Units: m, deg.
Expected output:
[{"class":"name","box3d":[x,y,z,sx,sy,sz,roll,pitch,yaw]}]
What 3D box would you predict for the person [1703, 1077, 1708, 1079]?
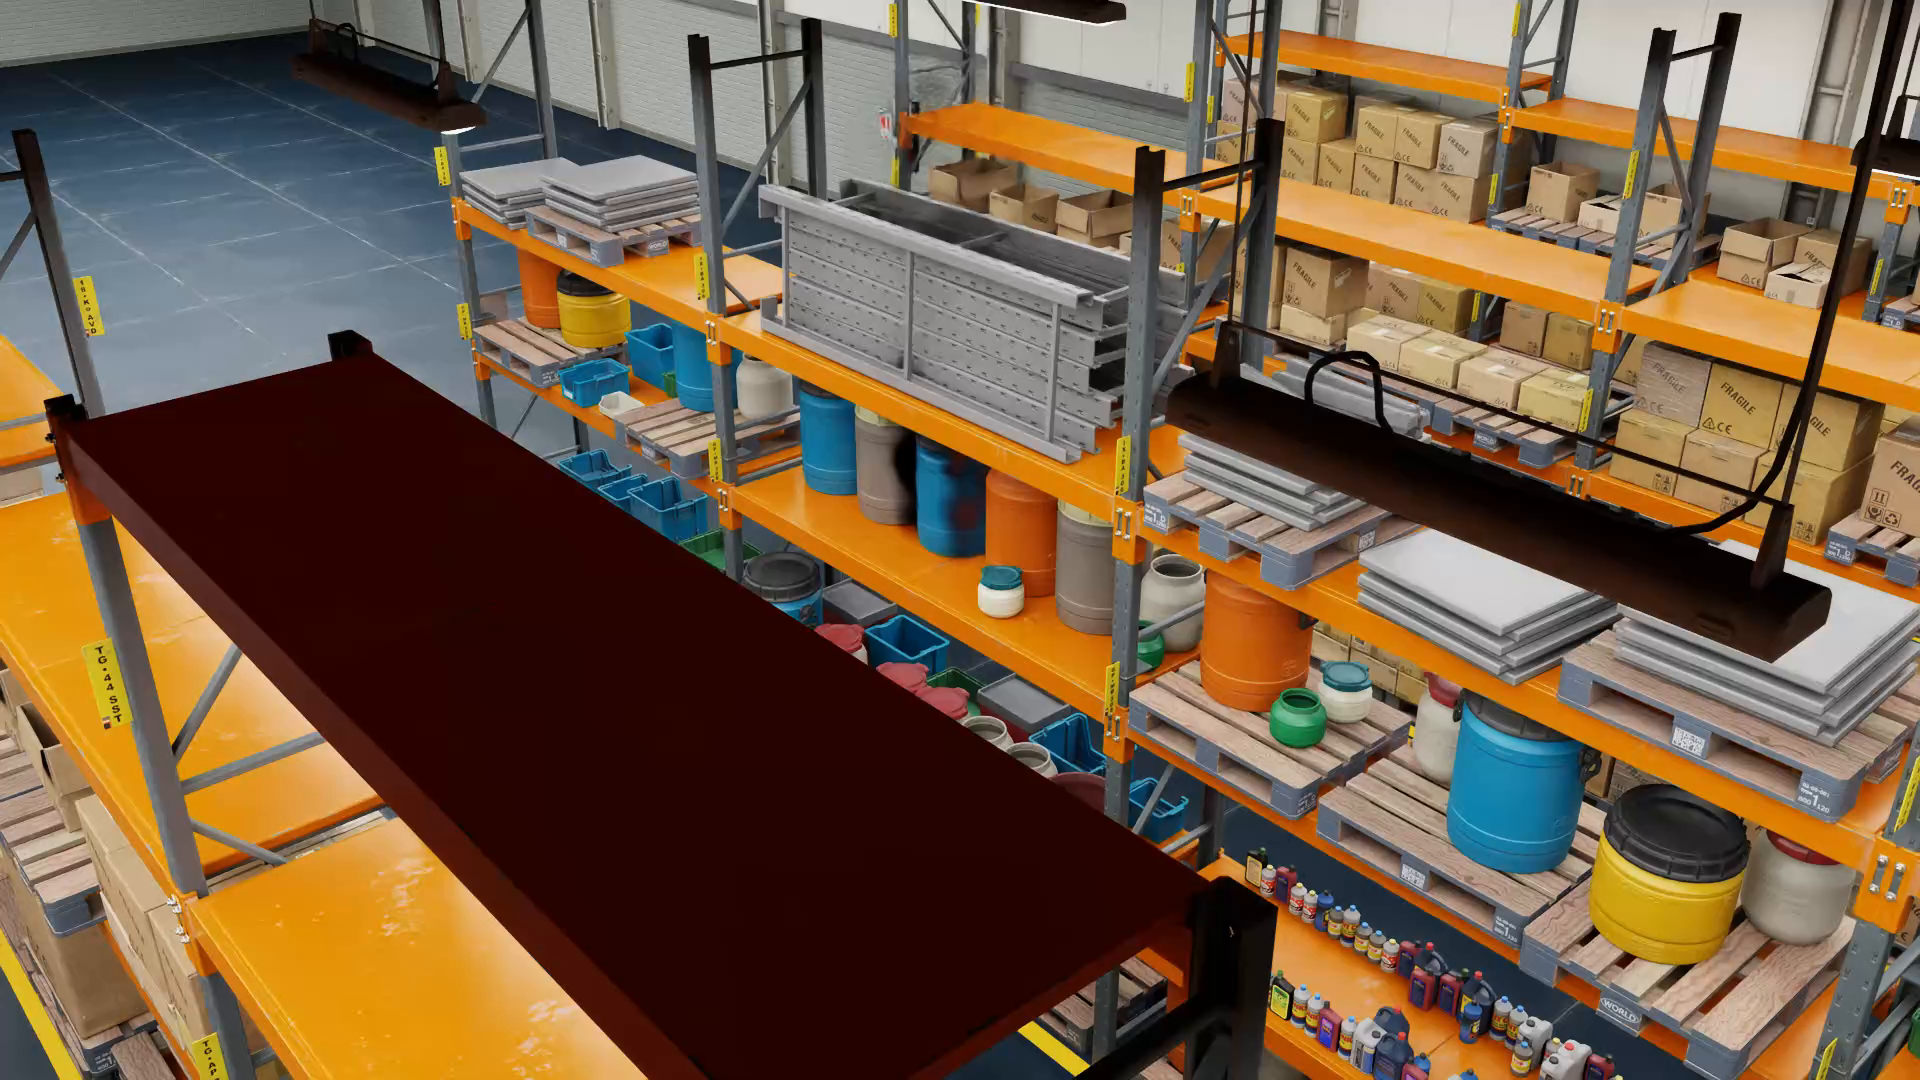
[{"class":"person","box3d":[4.766,2.711,10.441,0.546,1.622,0.593,20,33,34]}]
